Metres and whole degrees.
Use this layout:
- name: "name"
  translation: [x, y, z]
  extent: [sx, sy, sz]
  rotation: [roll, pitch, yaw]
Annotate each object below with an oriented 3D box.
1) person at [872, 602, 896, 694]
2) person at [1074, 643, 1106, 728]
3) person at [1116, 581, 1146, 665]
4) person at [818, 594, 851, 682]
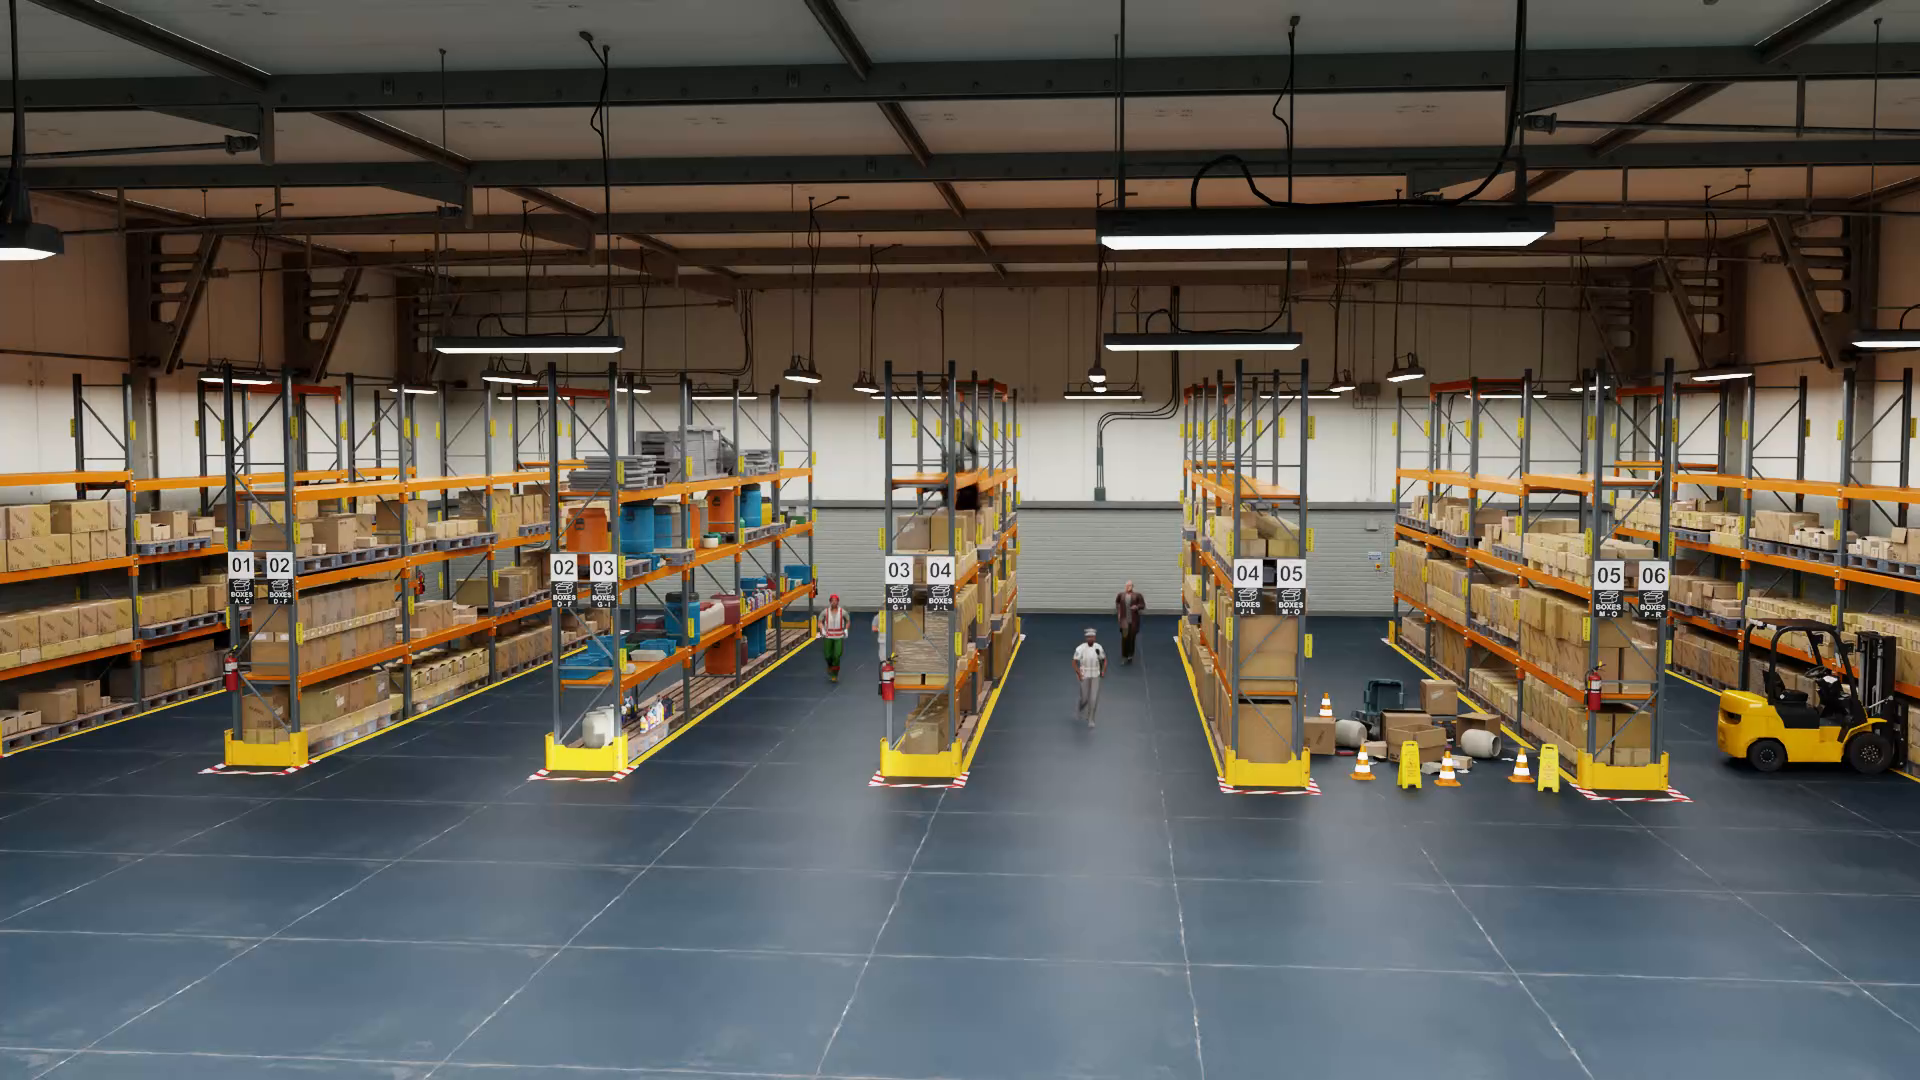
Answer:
- name: "person"
  translation: [-1.373, 2.038, 31.832]
  extent: [0.637, 1.792, 0.753]
  rotation: [0, 4, 2]
- name: "person"
  translation: [2.189, 2.441, 28.288]
  extent: [0.524, 1.436, 0.563]
  rotation: [0, 4, -7]
- name: "person"
  translation: [3.652, 1.790, 35.681]
  extent: [0.666, 1.847, 0.825]
  rotation: [1, 4, 10]
- name: "person"
  translation: [-2.510, 1.946, 33.205]
  extent: [0.651, 1.742, 0.609]
  rotation: [0, 4, -3]
